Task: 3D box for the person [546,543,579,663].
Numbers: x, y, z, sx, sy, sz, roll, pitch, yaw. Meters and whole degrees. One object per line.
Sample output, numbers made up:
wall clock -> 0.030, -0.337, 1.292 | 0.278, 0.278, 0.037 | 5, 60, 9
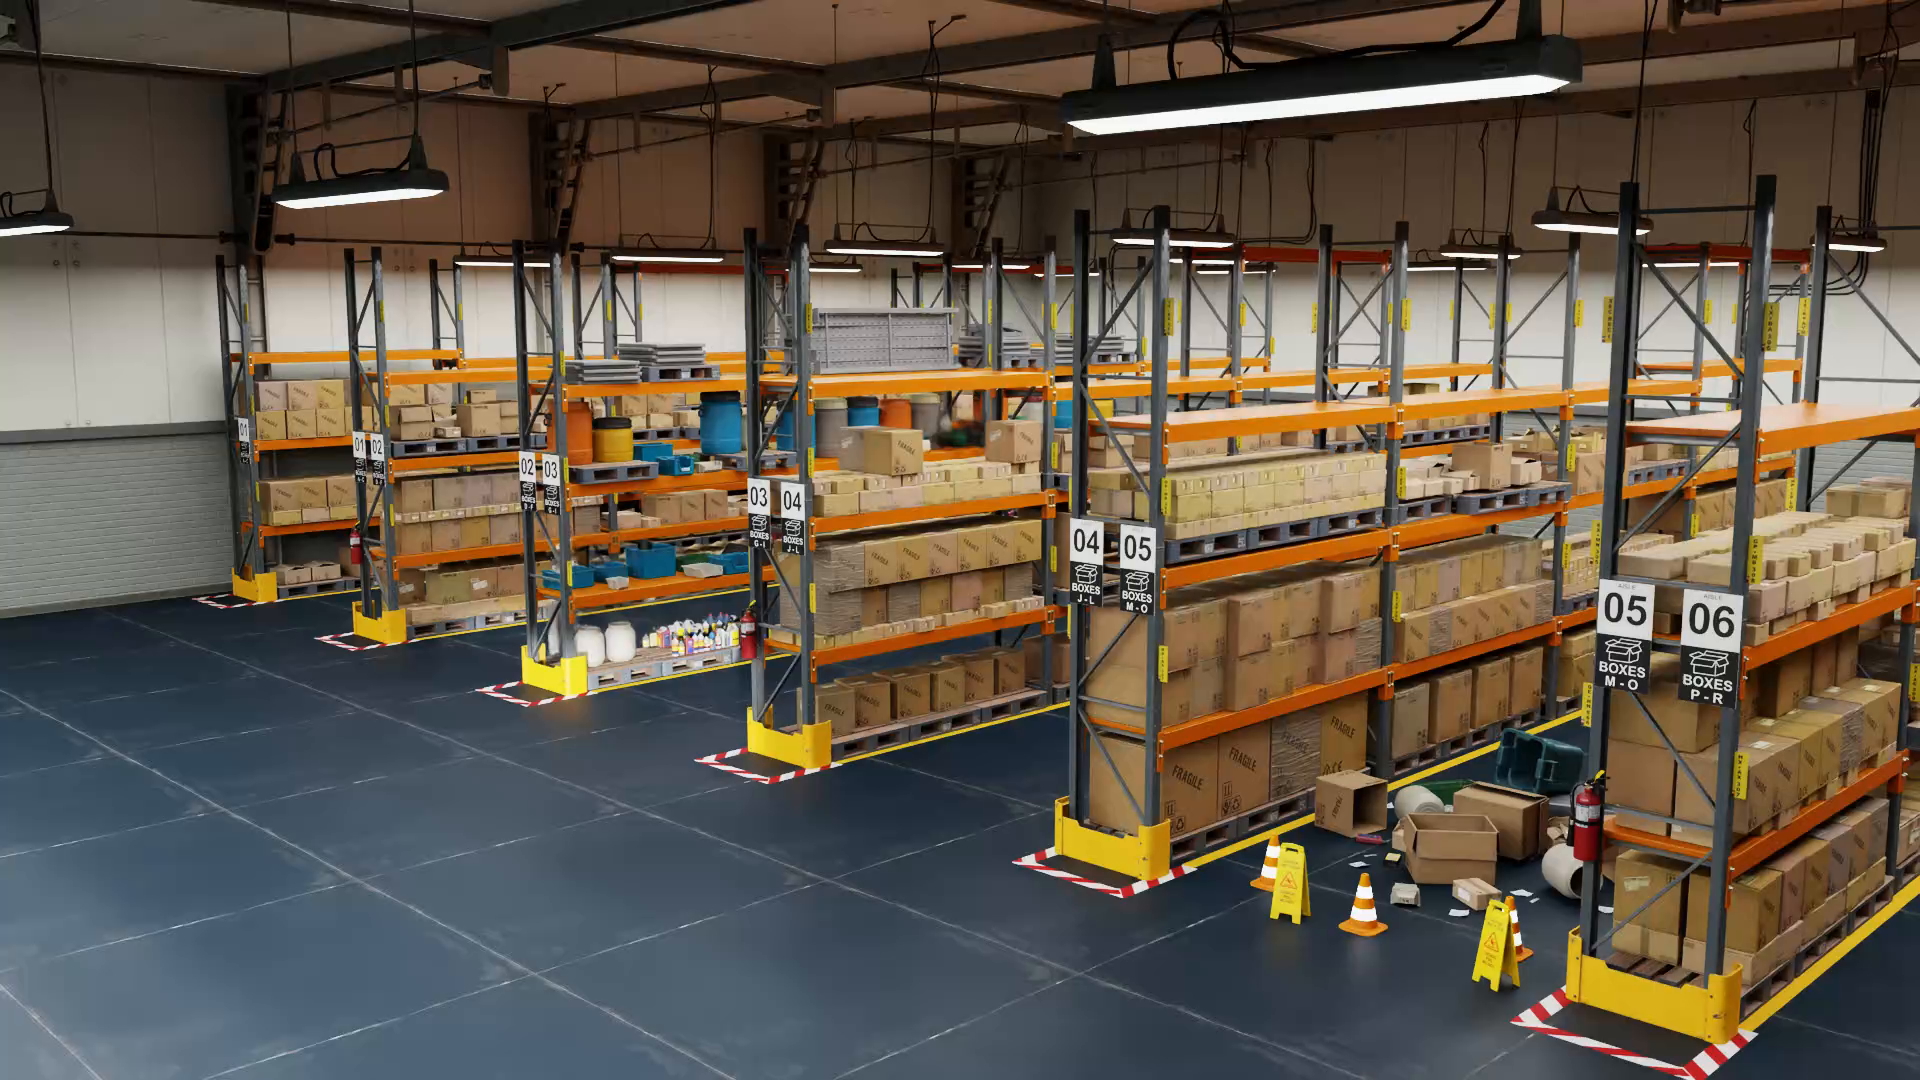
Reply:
person -> -5.760, 0.886, 24.142 | 0.618, 1.758, 0.863 | 7, 11, 41
